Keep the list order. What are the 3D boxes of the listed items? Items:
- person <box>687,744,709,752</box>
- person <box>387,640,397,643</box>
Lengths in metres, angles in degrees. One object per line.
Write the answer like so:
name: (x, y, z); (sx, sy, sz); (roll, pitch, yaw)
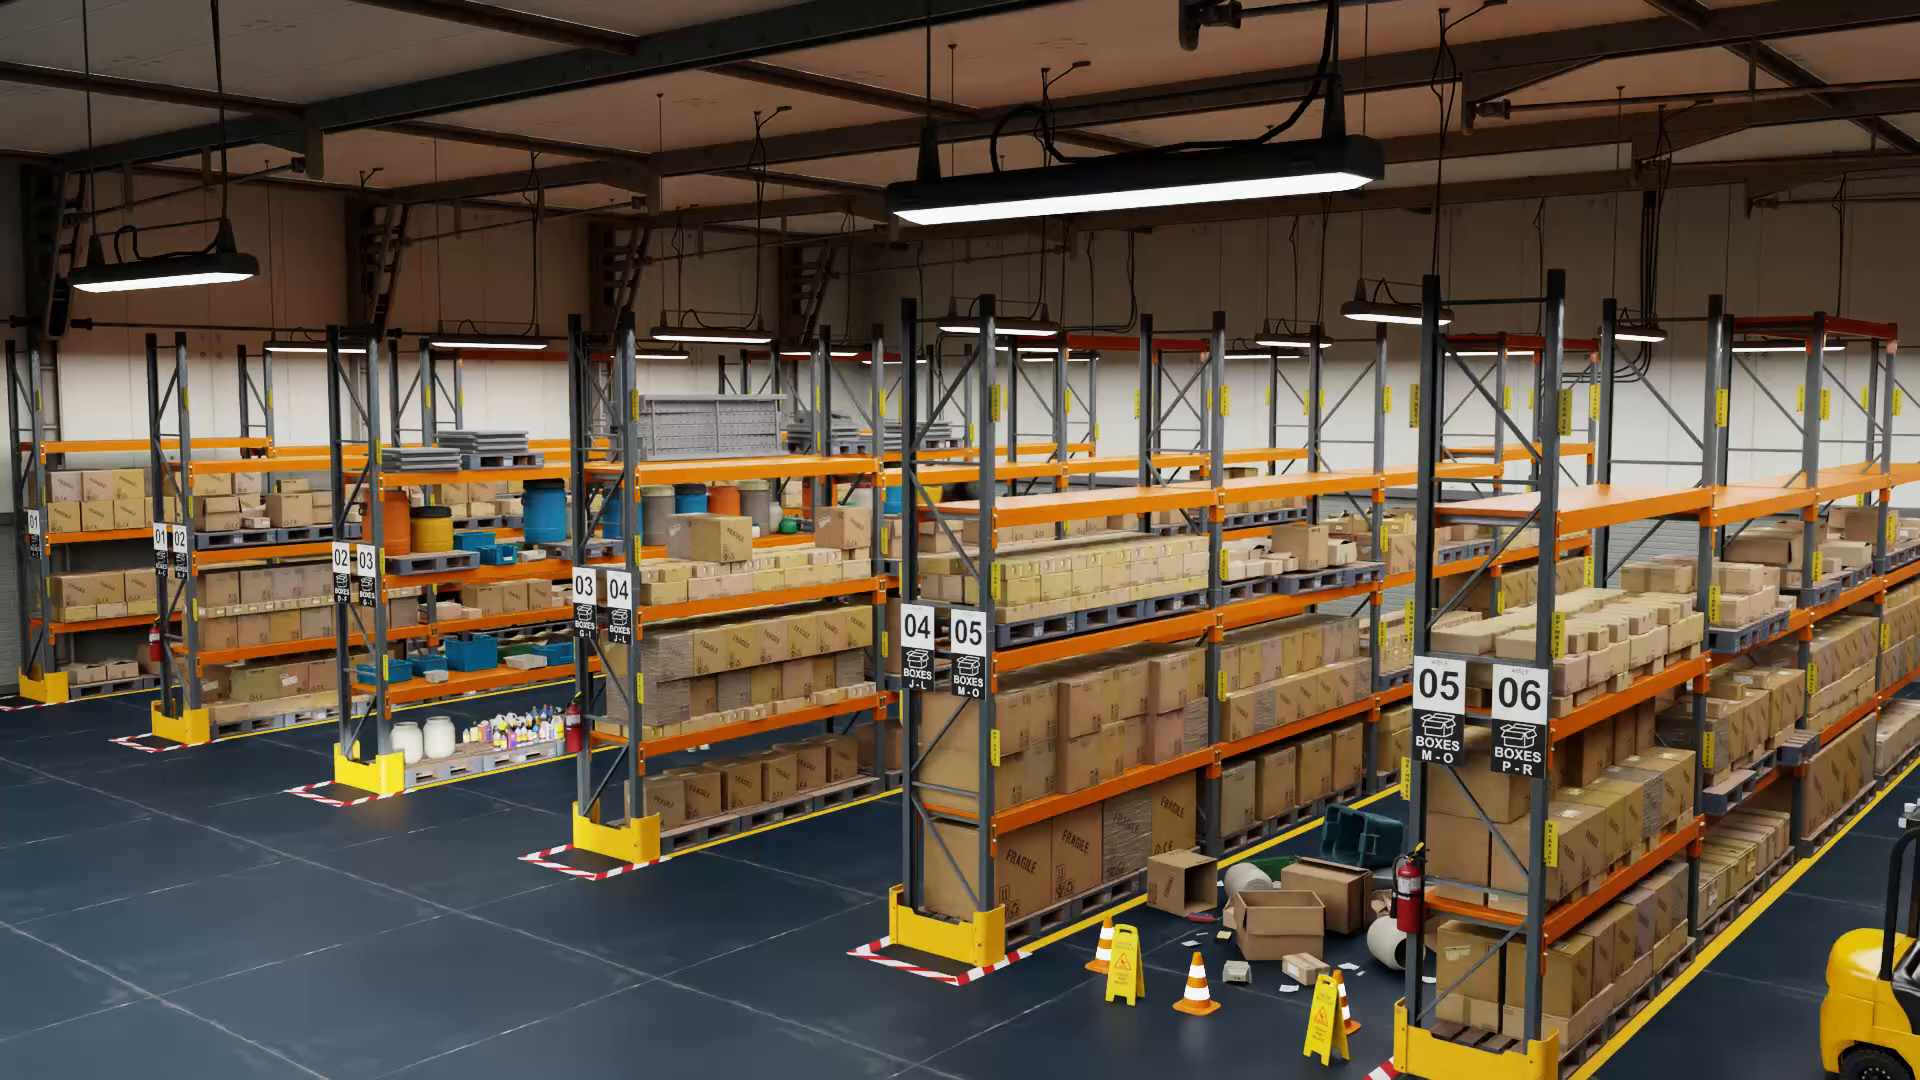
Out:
person: (-3.575, 1.966, 22.610); (0.619, 1.798, 0.423); (-4, 6, -37)
person: (-10.511, 1.558, 30.792); (0.510, 1.685, 0.419); (-1, 5, -15)
